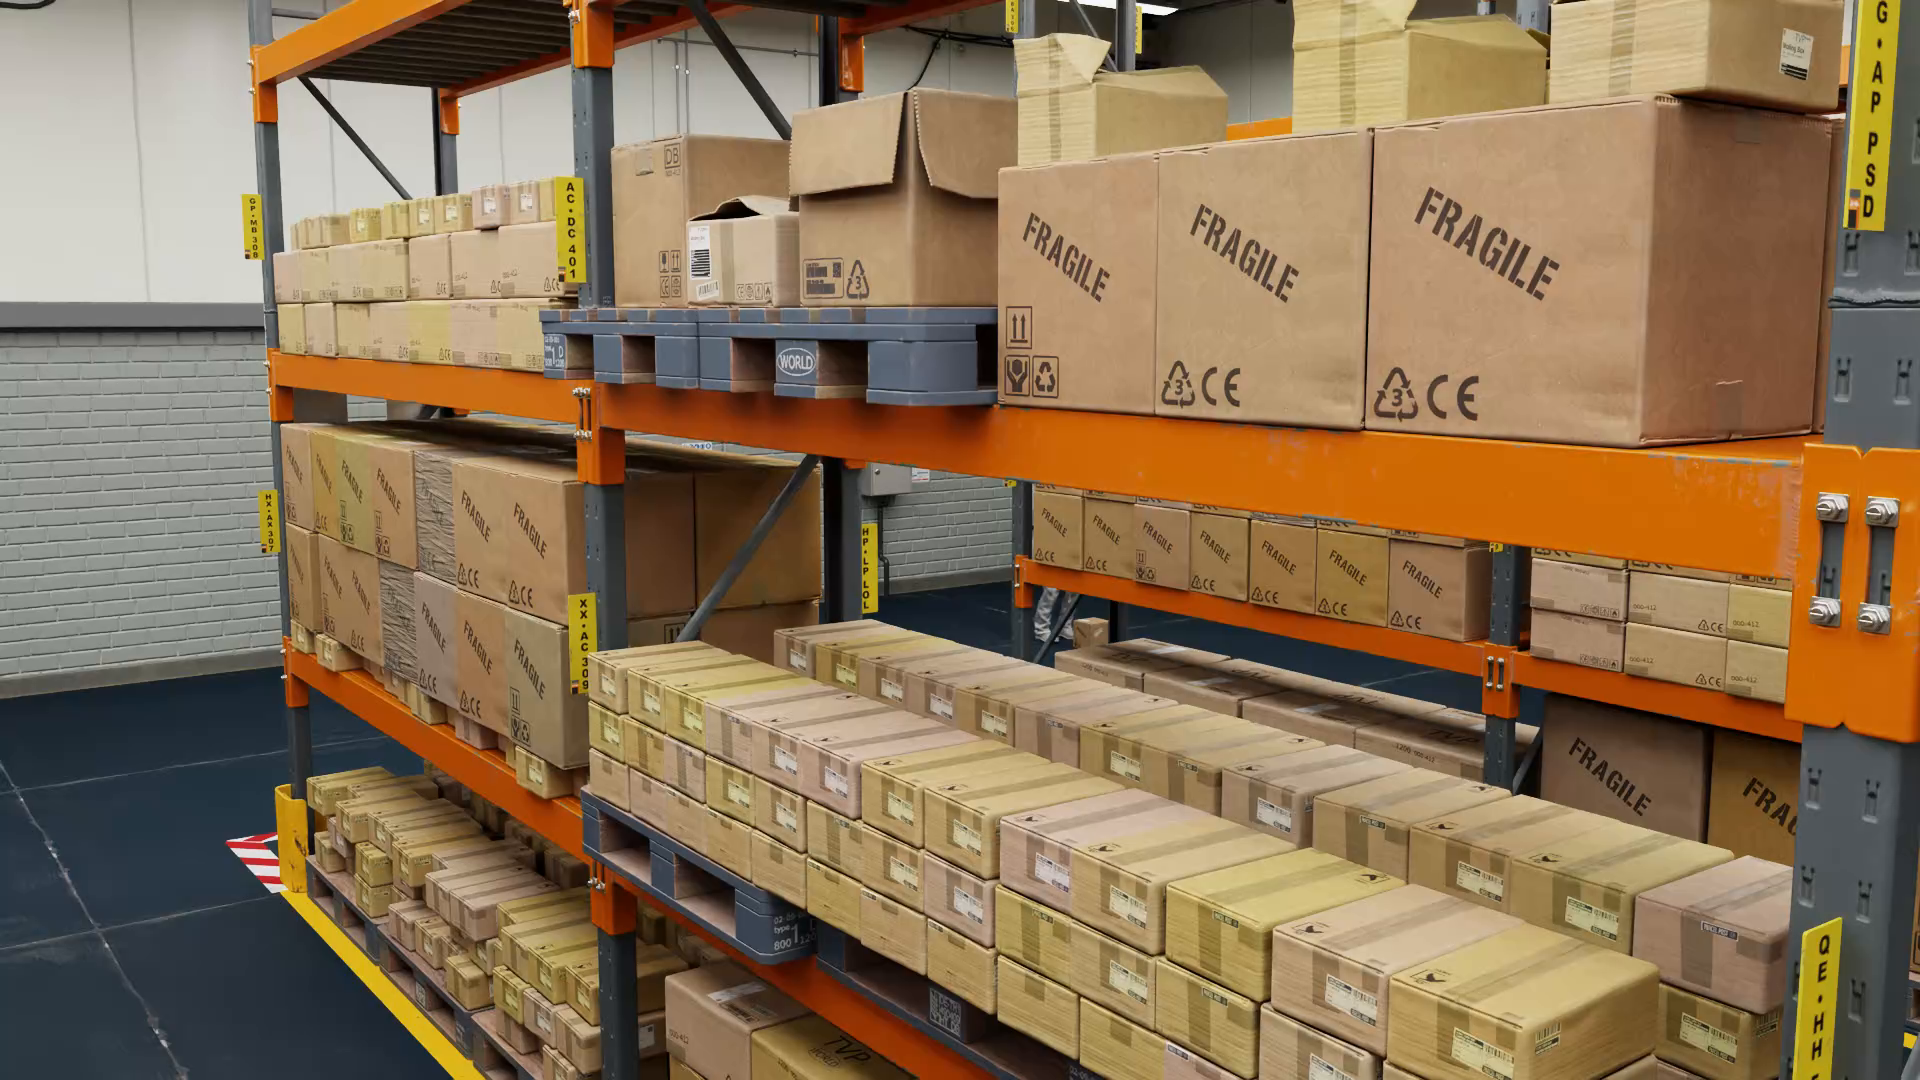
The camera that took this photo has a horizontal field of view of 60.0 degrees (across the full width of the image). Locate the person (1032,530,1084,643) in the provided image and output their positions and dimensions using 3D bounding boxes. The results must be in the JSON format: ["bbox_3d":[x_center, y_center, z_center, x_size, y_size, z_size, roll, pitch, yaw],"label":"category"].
[{"bbox_3d":[0.947,0.090,15.397,0.584,1.695,0.517,-5,9,-34],"label":"person"}]
